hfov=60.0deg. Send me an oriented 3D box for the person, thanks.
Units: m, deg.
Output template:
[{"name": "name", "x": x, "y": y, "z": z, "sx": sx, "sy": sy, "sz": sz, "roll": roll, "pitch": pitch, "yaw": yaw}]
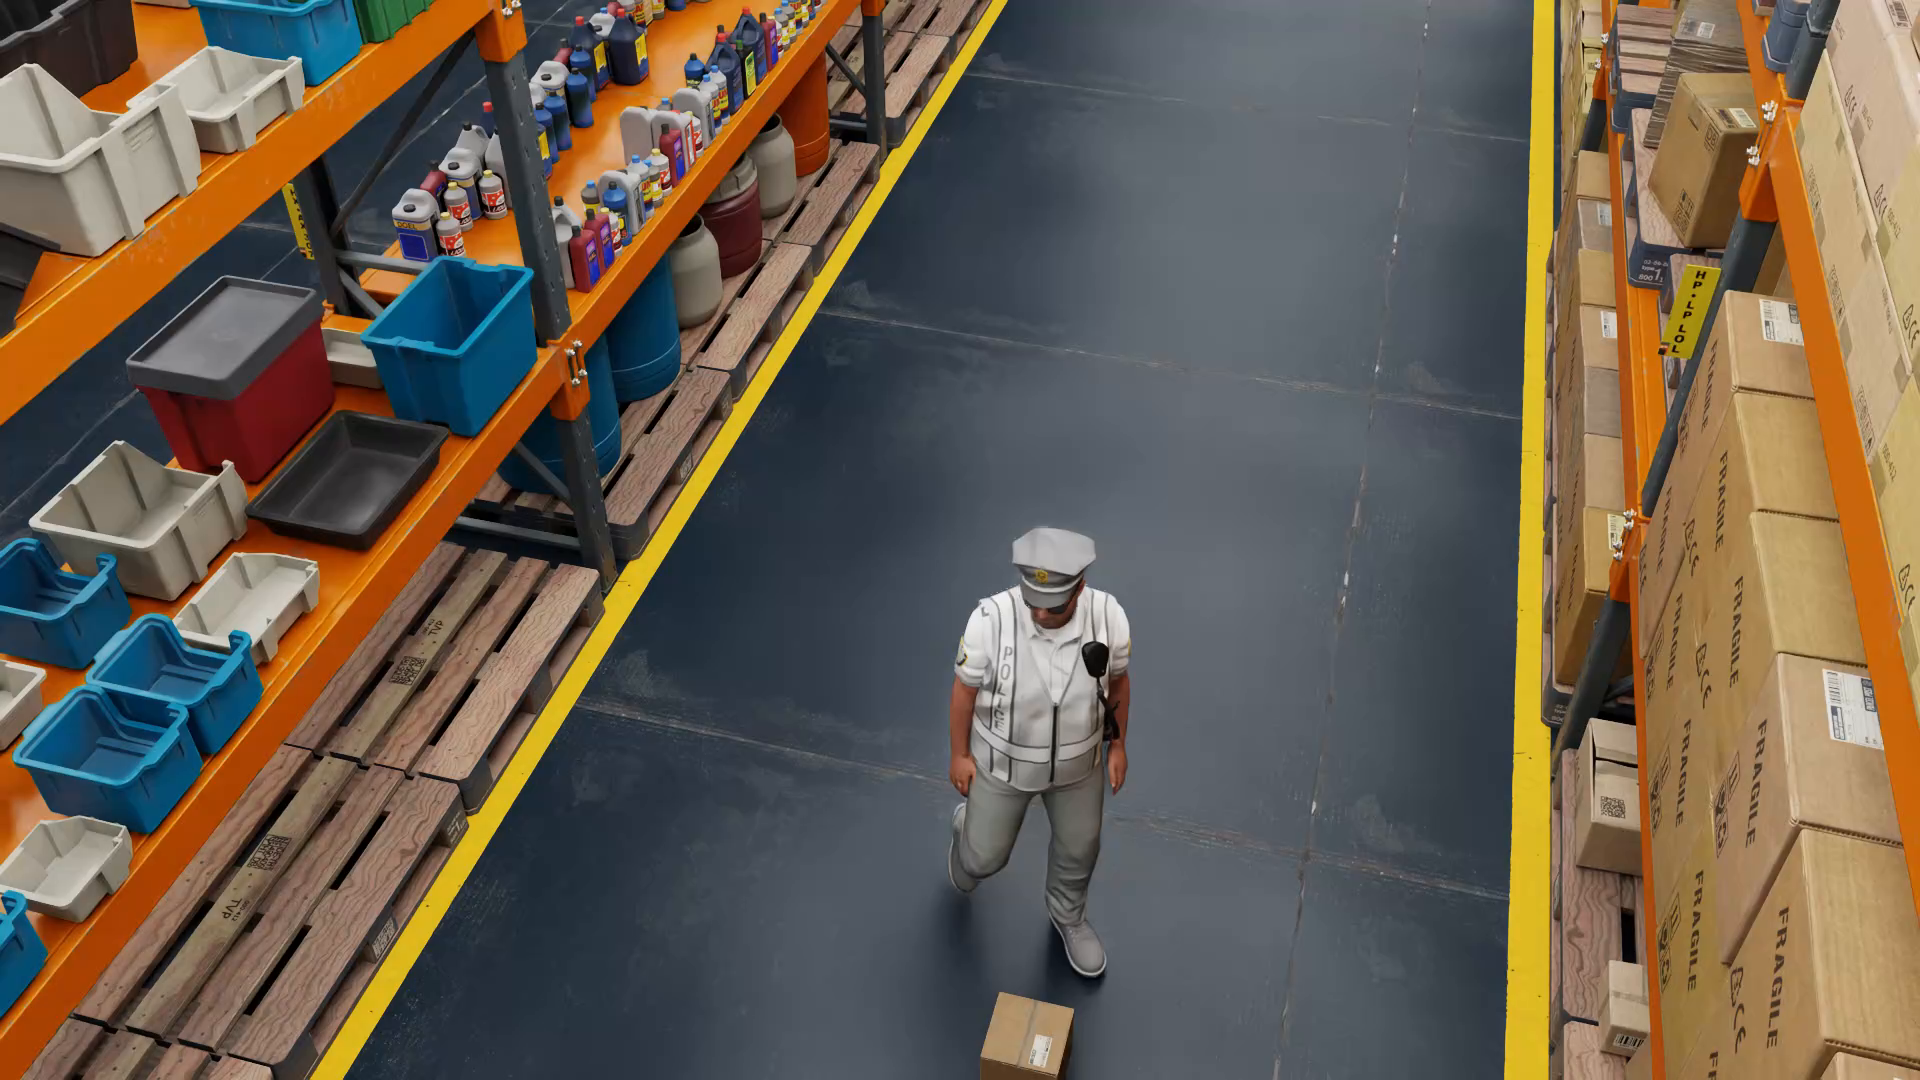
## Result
[{"name": "person", "x": 0.254, "y": 0.662, "z": 5.354, "sx": 0.589, "sy": 1.743, "sz": 0.654, "roll": -8, "pitch": 41, "yaw": -9}]
